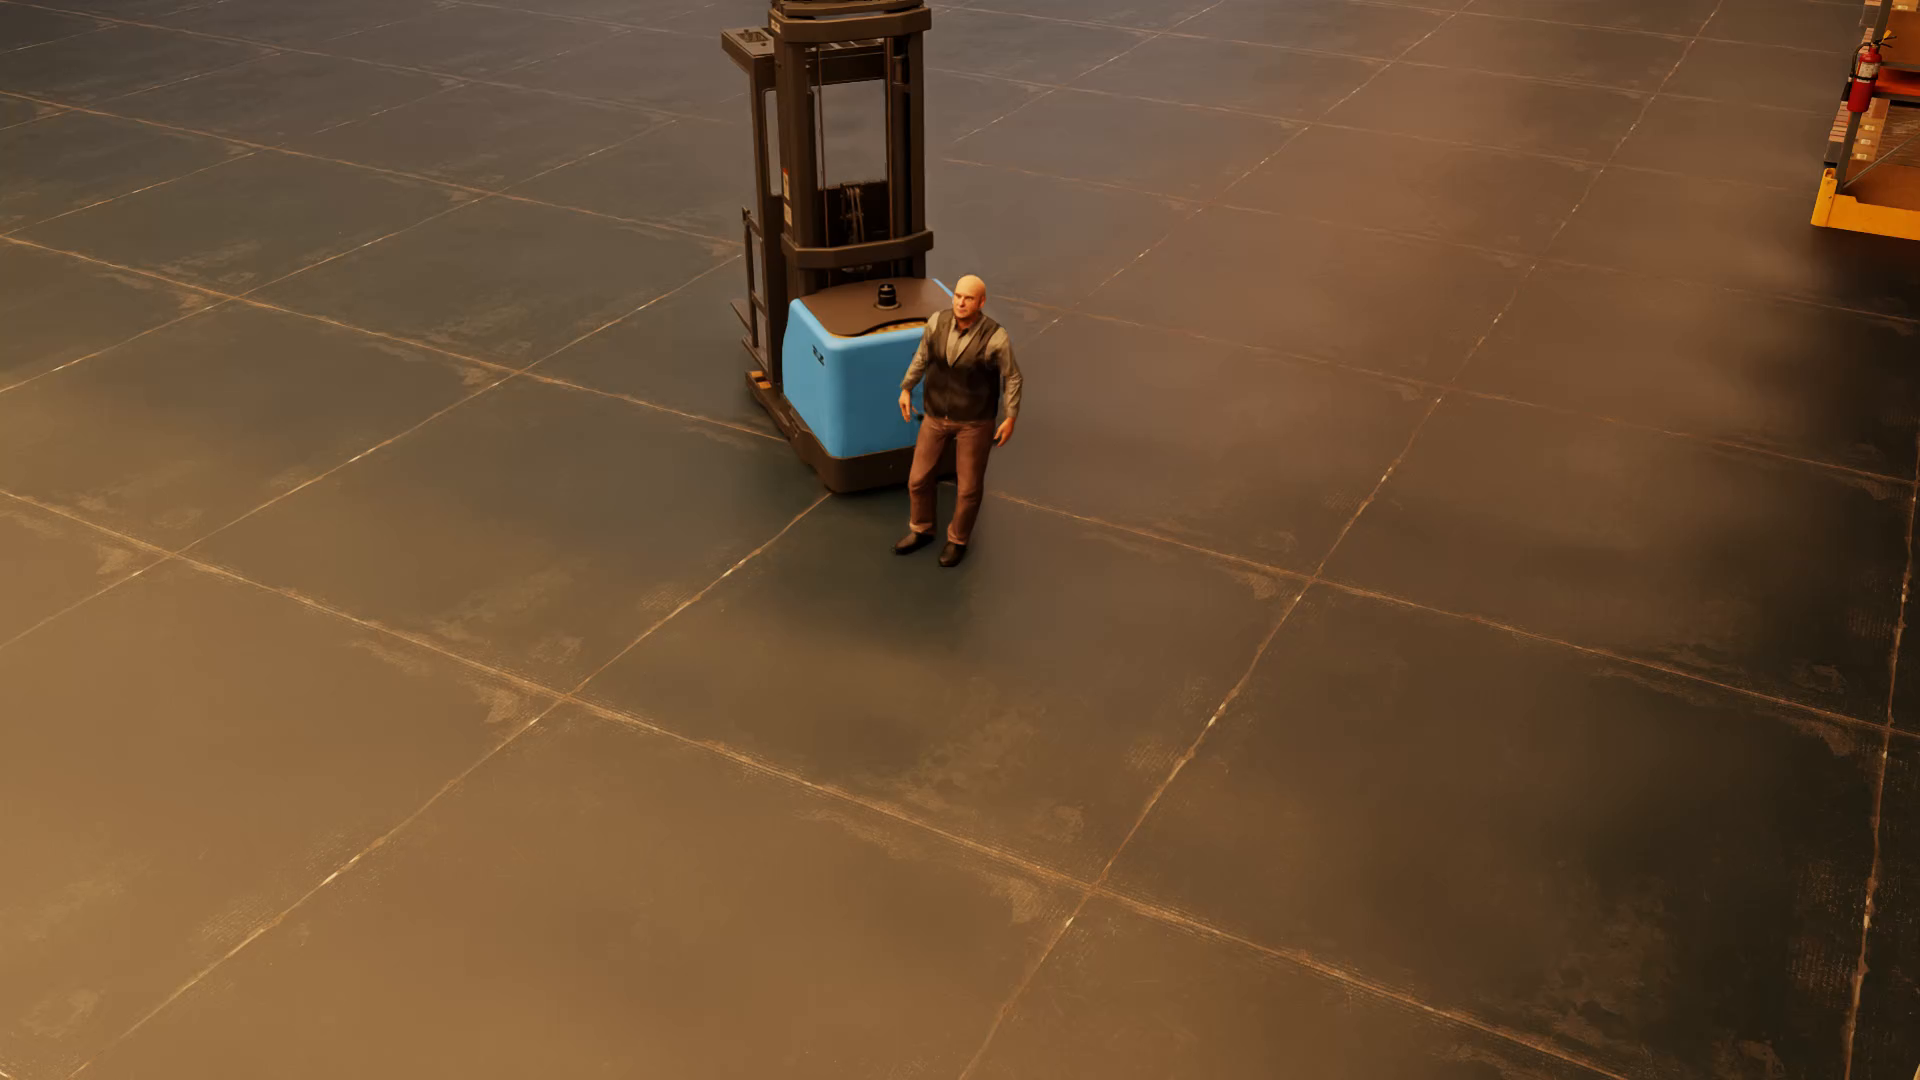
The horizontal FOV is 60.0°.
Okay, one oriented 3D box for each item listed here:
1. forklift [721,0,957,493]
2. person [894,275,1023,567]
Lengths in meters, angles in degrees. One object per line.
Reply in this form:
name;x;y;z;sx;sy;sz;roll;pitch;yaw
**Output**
forklift;-0.874;-2.284;11.028;1.130;2.935;3.031;-12;32;-19
person;-0.031;-0.680;9.503;0.712;1.711;0.496;14;33;22
